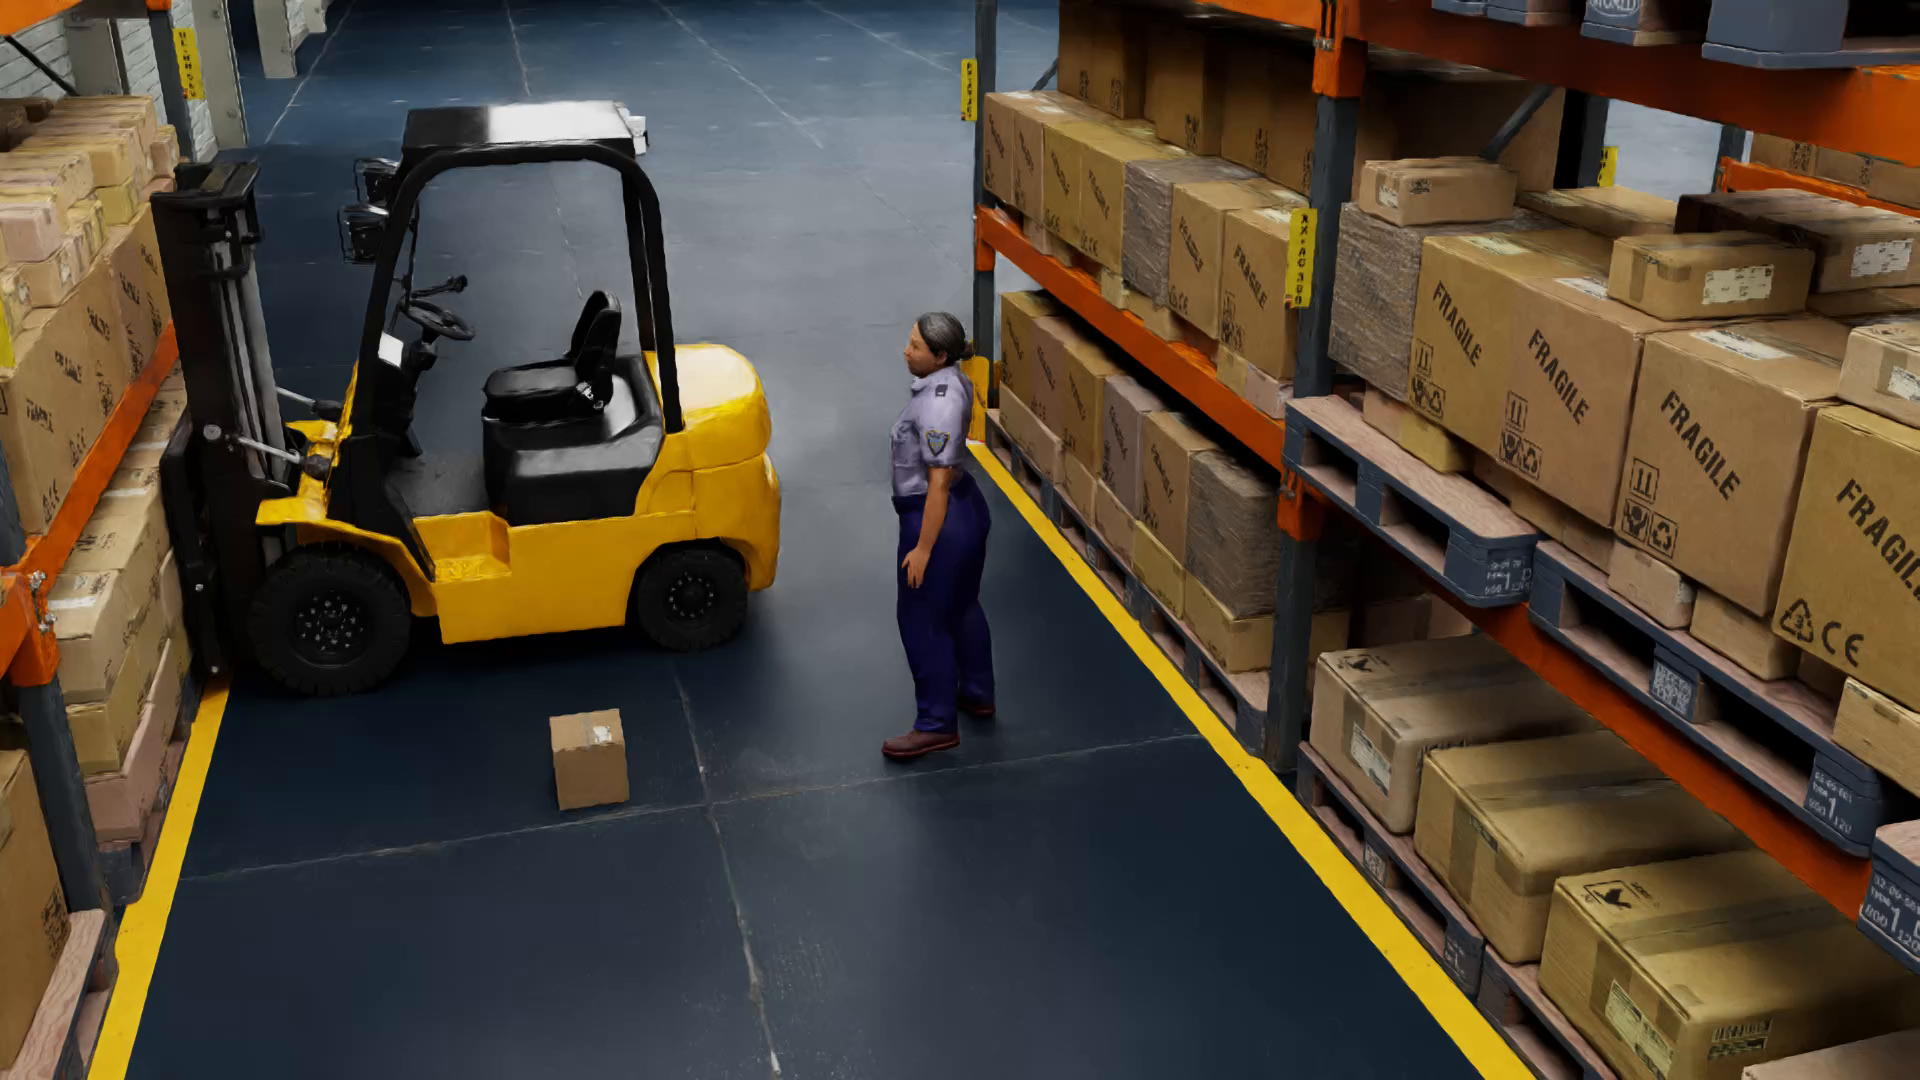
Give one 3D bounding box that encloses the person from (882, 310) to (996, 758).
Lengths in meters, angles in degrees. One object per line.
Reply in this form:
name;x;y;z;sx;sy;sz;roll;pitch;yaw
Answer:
person;-0.067;-0.040;6.153;0.376;1.656;0.599;5;24;11
